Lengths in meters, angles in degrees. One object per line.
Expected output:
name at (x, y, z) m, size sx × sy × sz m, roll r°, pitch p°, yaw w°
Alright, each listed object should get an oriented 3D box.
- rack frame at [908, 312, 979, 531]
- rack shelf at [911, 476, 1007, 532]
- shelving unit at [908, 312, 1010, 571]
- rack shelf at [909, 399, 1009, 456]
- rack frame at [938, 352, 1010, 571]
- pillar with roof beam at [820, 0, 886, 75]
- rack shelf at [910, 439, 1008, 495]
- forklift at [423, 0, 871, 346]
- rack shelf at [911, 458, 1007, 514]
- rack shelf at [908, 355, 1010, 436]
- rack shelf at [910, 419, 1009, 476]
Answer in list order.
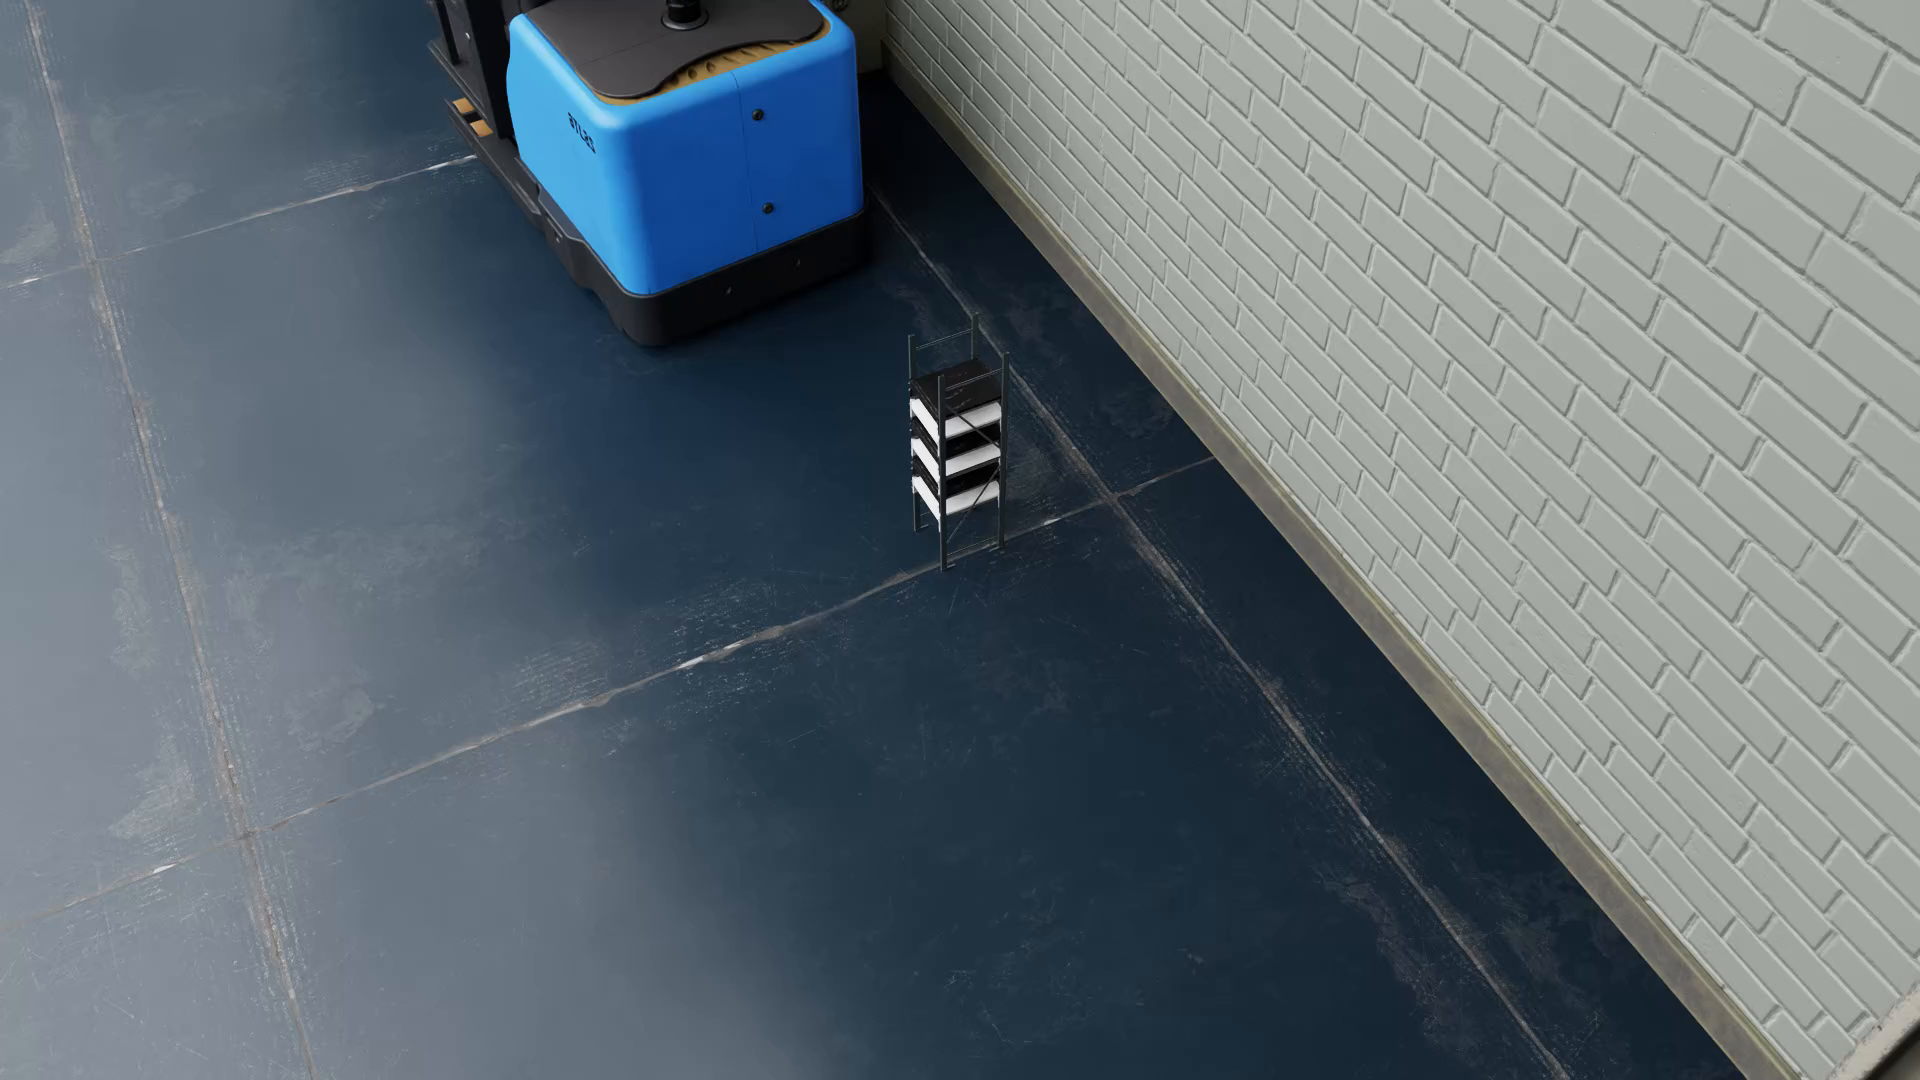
rack frame at (-0.050, -0.370, 5.476) m, size 0.240 × 0.900 × 0.006 m, roll -21°, pitch 52°, yaw -18°
rack shelf at (-0.004, -0.161, 5.577) m, size 0.258 × 0.077 × 0.200 m, roll -21°, pitch 52°, yaw -18°
shelving unit at (-0.004, -0.302, 5.416) m, size 0.258 × 0.900 × 0.210 m, roll -21°, pitch 52°, yaw -18°
rack shelf at (-0.004, -0.398, 5.306) m, size 0.258 × 0.077 × 0.200 m, roll -21°, pitch 52°, yaw -18°
rack frame at (0.043, -0.234, 5.357) m, size 0.240 × 0.900 × 0.006 m, roll -21°, pitch 52°, yaw -18°
pillar with roof beam at (-4.382, -3.747, 3.049) m, size 9.100 × 9.000 × 0.400 m, roll -21°, pitch 52°, yaw -18°
rack shelf at (-0.004, -0.280, 5.441) m, size 0.258 × 0.077 × 0.200 m, roll -21°, pitch 52°, yaw -18°
forklift at (-1.585, -2.791, 6.244) m, size 1.130 × 2.935 × 3.031 m, roll -26°, pitch 54°, yaw -21°
rack shelf at (-0.004, -0.220, 5.509) m, size 0.258 × 0.077 × 0.200 m, roll -21°, pitch 52°, yaw -18°
rack shelf at (-0.004, -0.458, 5.238) m, size 0.258 × 0.077 × 0.200 m, roll -21°, pitch 52°, yaw -18°
rack shelf at (-0.004, -0.339, 5.373) m, size 0.258 × 0.077 × 0.200 m, roll -21°, pitch 52°, yaw -18°
